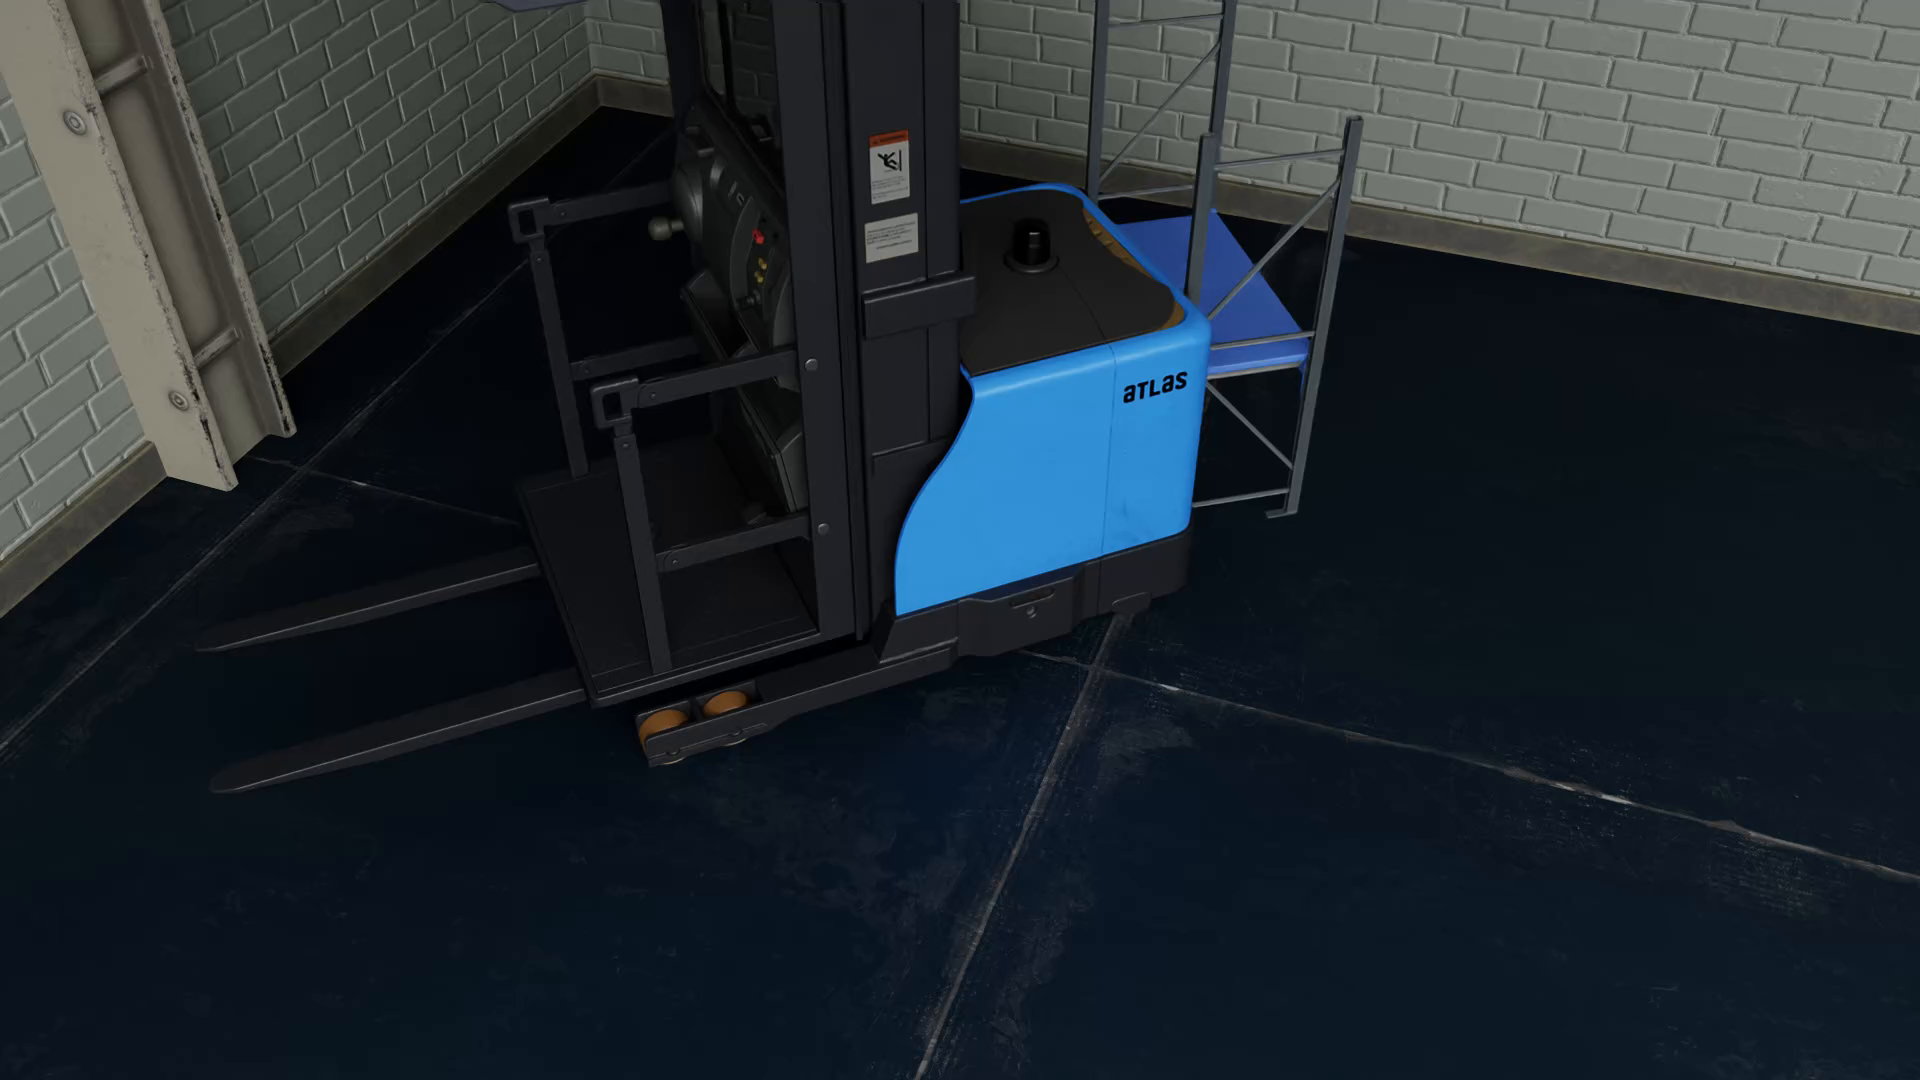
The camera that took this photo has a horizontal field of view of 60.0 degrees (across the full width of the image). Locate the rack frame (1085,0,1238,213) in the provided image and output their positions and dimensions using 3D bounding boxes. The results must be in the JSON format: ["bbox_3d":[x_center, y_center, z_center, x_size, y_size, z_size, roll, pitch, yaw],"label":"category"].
[{"bbox_3d":[0.700,-1.276,6.090,0.500,1.500,0.032,-9,41,-10],"label":"rack frame"}]

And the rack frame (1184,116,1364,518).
[{"bbox_3d":[0.942,-0.635,5.338,0.500,1.500,0.032,-9,41,-10],"label":"rack frame"}]

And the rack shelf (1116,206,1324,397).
[{"bbox_3d":[0.821,-0.818,5.831,0.538,0.185,1.000,-9,41,-10],"label":"rack shelf"}]

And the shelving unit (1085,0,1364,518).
[{"bbox_3d":[0.821,-0.955,5.714,0.538,1.500,1.048,-9,41,-10],"label":"shelving unit"}]

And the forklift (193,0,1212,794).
[{"bbox_3d":[-0.809,-0.837,4.472,3.031,2.935,1.130,-16,43,-18],"label":"forklift"}]

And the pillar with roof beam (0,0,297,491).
[{"bbox_3d":[1.353,-2.796,2.094,9.100,9.000,0.400,13,42,15],"label":"pillar with roof beam"}]
